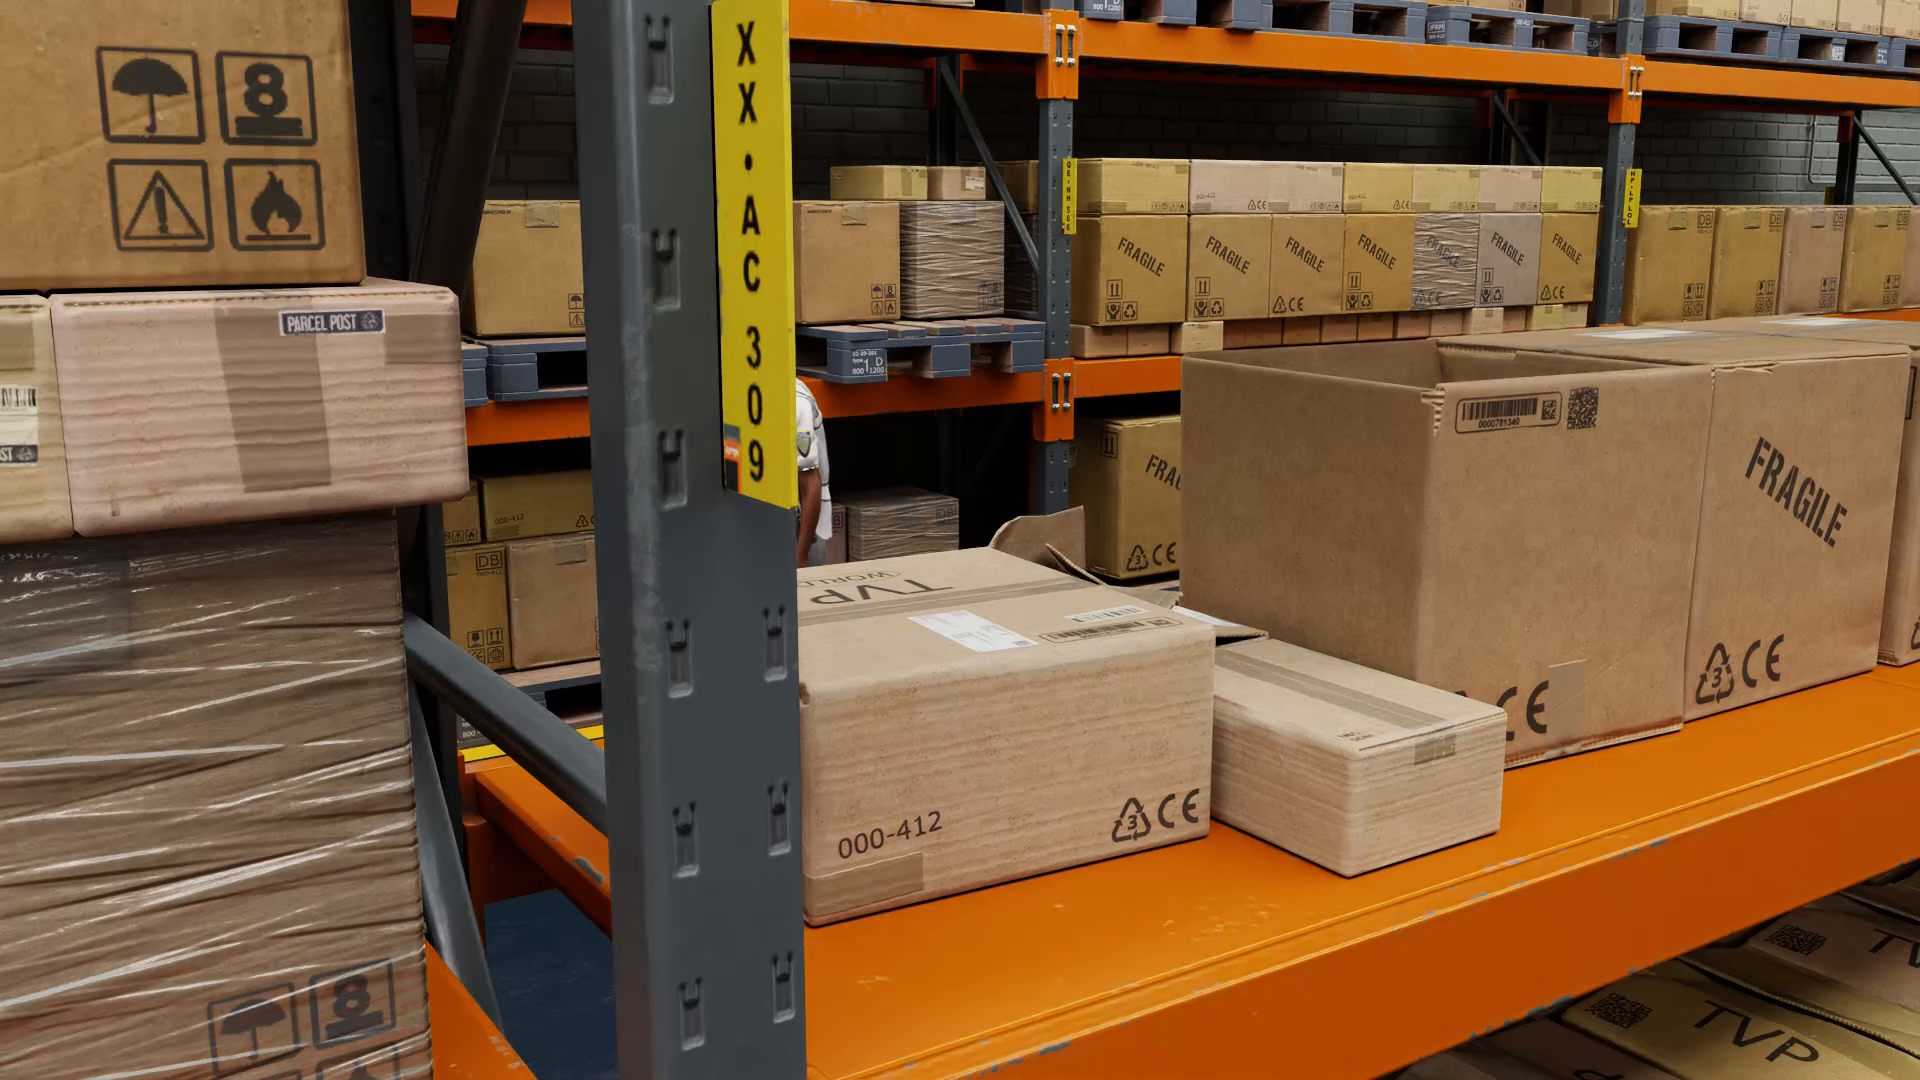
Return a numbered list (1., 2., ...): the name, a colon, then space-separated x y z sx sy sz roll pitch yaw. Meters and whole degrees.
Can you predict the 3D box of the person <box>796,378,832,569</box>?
1. person: -0.685 0.020 5.836 0.422 1.663 0.532 -8 14 -36
